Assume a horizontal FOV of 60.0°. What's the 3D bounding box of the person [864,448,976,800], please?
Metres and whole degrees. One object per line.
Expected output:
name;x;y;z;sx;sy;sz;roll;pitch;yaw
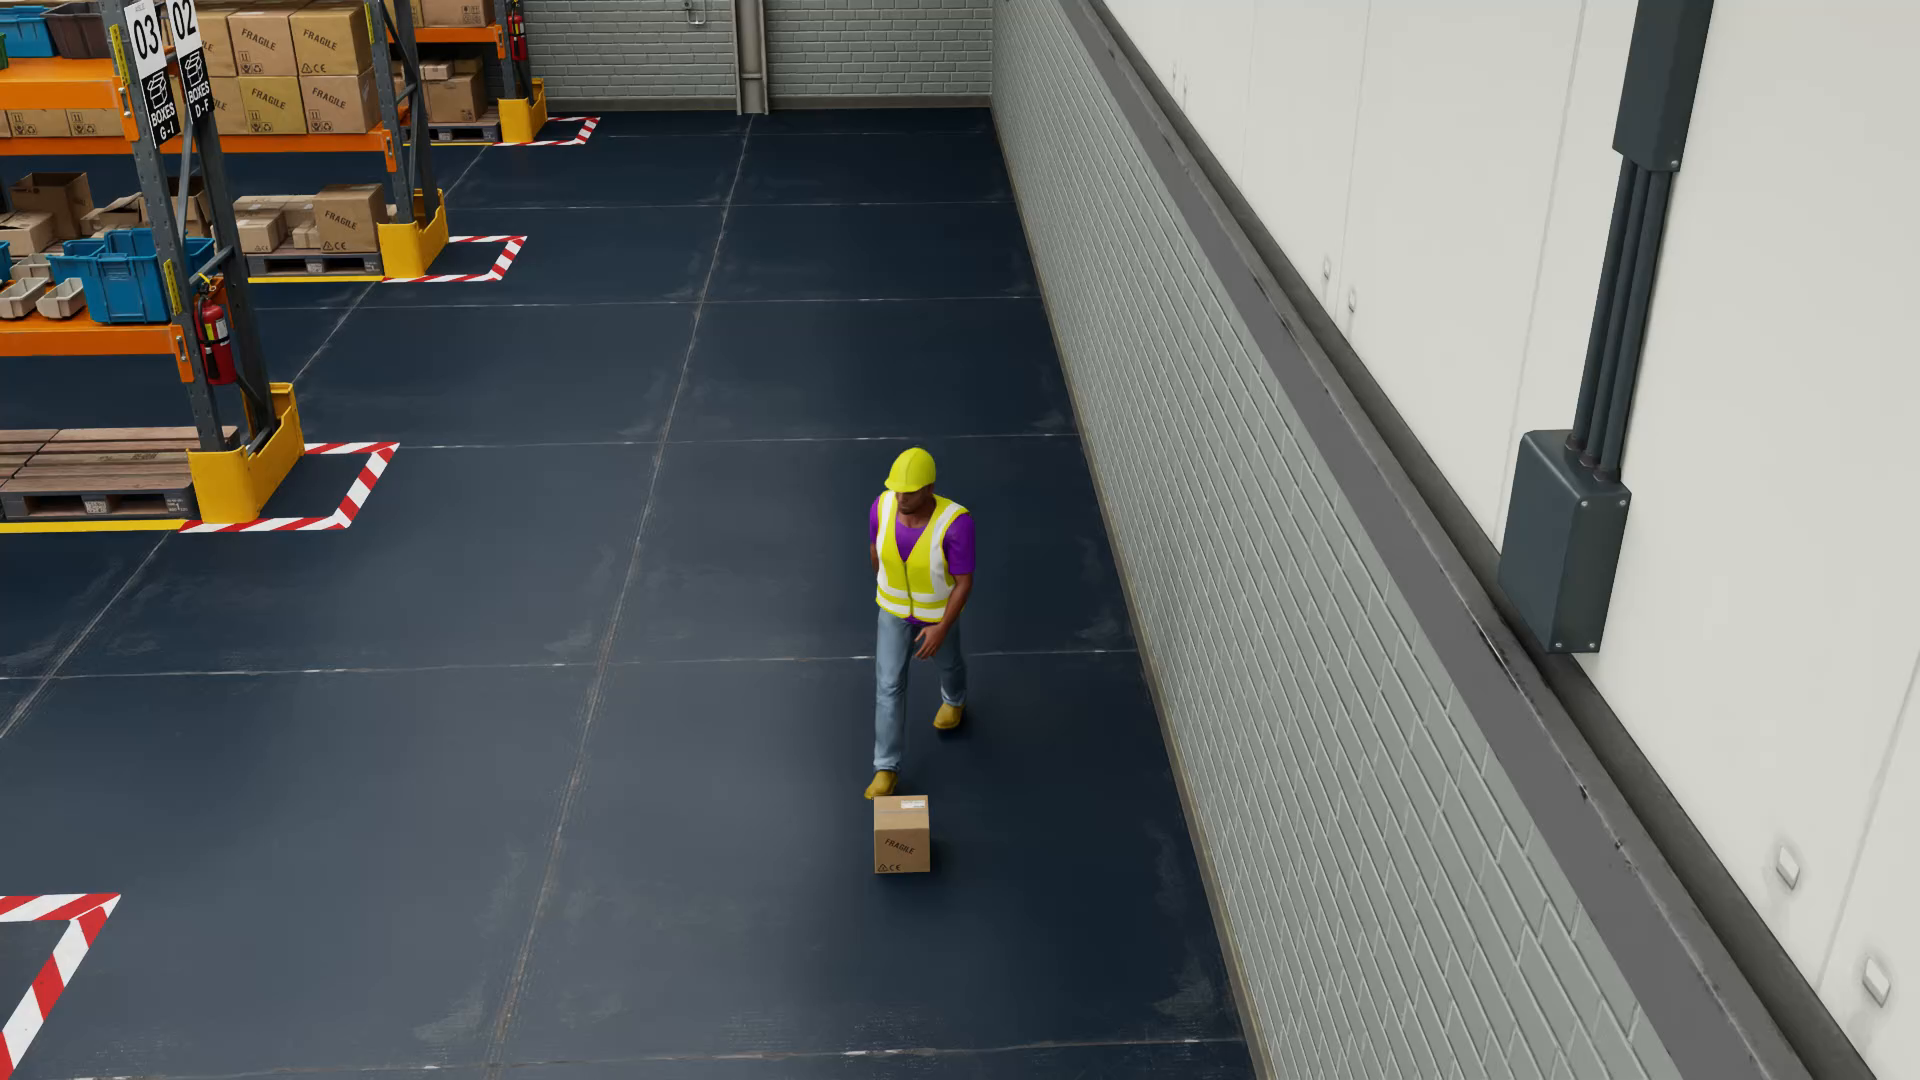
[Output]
person;-0.202;0.335;7.938;0.568;1.693;1.084;6;28;12
